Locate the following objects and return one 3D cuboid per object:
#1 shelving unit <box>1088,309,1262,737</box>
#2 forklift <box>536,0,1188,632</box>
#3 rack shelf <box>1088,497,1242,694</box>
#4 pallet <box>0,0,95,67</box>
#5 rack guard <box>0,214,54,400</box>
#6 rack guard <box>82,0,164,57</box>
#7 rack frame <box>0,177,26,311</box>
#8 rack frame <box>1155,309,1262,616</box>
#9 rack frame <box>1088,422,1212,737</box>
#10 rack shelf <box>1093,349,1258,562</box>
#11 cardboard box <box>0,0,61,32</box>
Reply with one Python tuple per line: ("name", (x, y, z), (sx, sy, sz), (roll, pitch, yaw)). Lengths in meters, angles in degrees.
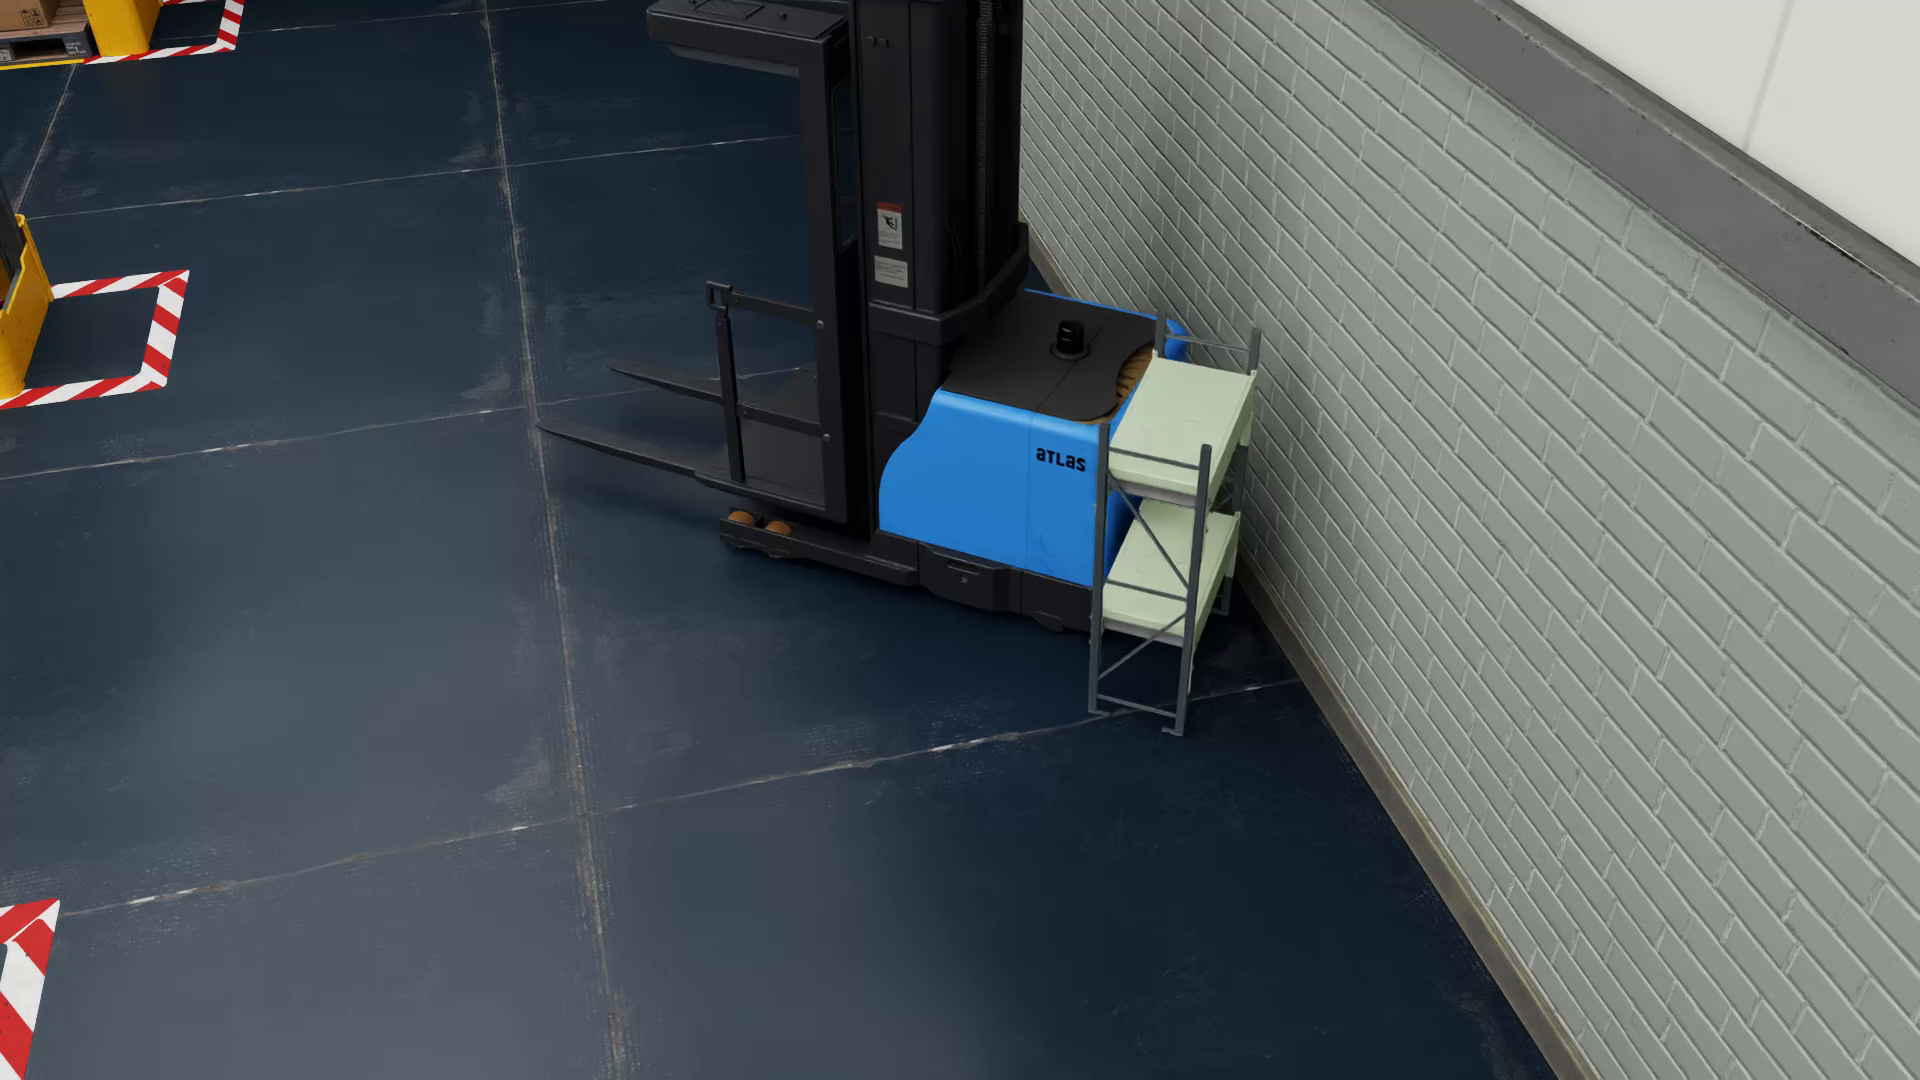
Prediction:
("shelving unit", (0.826, -0.042, 6.515), (0.431, 1.500, 0.755), (13, 45, 16))
("forklift", (-0.557, -1.359, 7.114), (3.031, 2.935, 1.130), (15, 40, 19))
("rack shelf", (0.835, 0.199, 6.735), (0.431, 0.370, 0.720), (13, 45, 16))
("pallet", (-7.222, -3.895, 12.668), (1.213, 0.211, 1.003), (-9, 38, -12))
("rack guard", (-5.249, -1.265, 8.993), (0.348, 0.500, 1.175), (-9, 38, -12))
("rack guard", (-6.447, -4.186, 12.811), (0.348, 0.500, 1.175), (-9, 38, -12))
("rack frame", (-5.176, -2.270, 8.249), (0.127, 3.000, 1.000), (-9, 38, -12))
("rack frame", (0.957, -0.275, 6.765), (0.400, 1.500, 0.023), (13, 45, 16))
("rack frame", (0.695, 0.191, 6.265), (0.400, 1.500, 0.023), (13, 45, 16))
("rack shelf", (0.816, -0.330, 6.252), (0.431, 0.370, 0.720), (13, 45, 16))
("cardboard box", (-7.120, -4.180, 12.457), (0.500, 0.500, 0.700), (-9, 38, -12))
